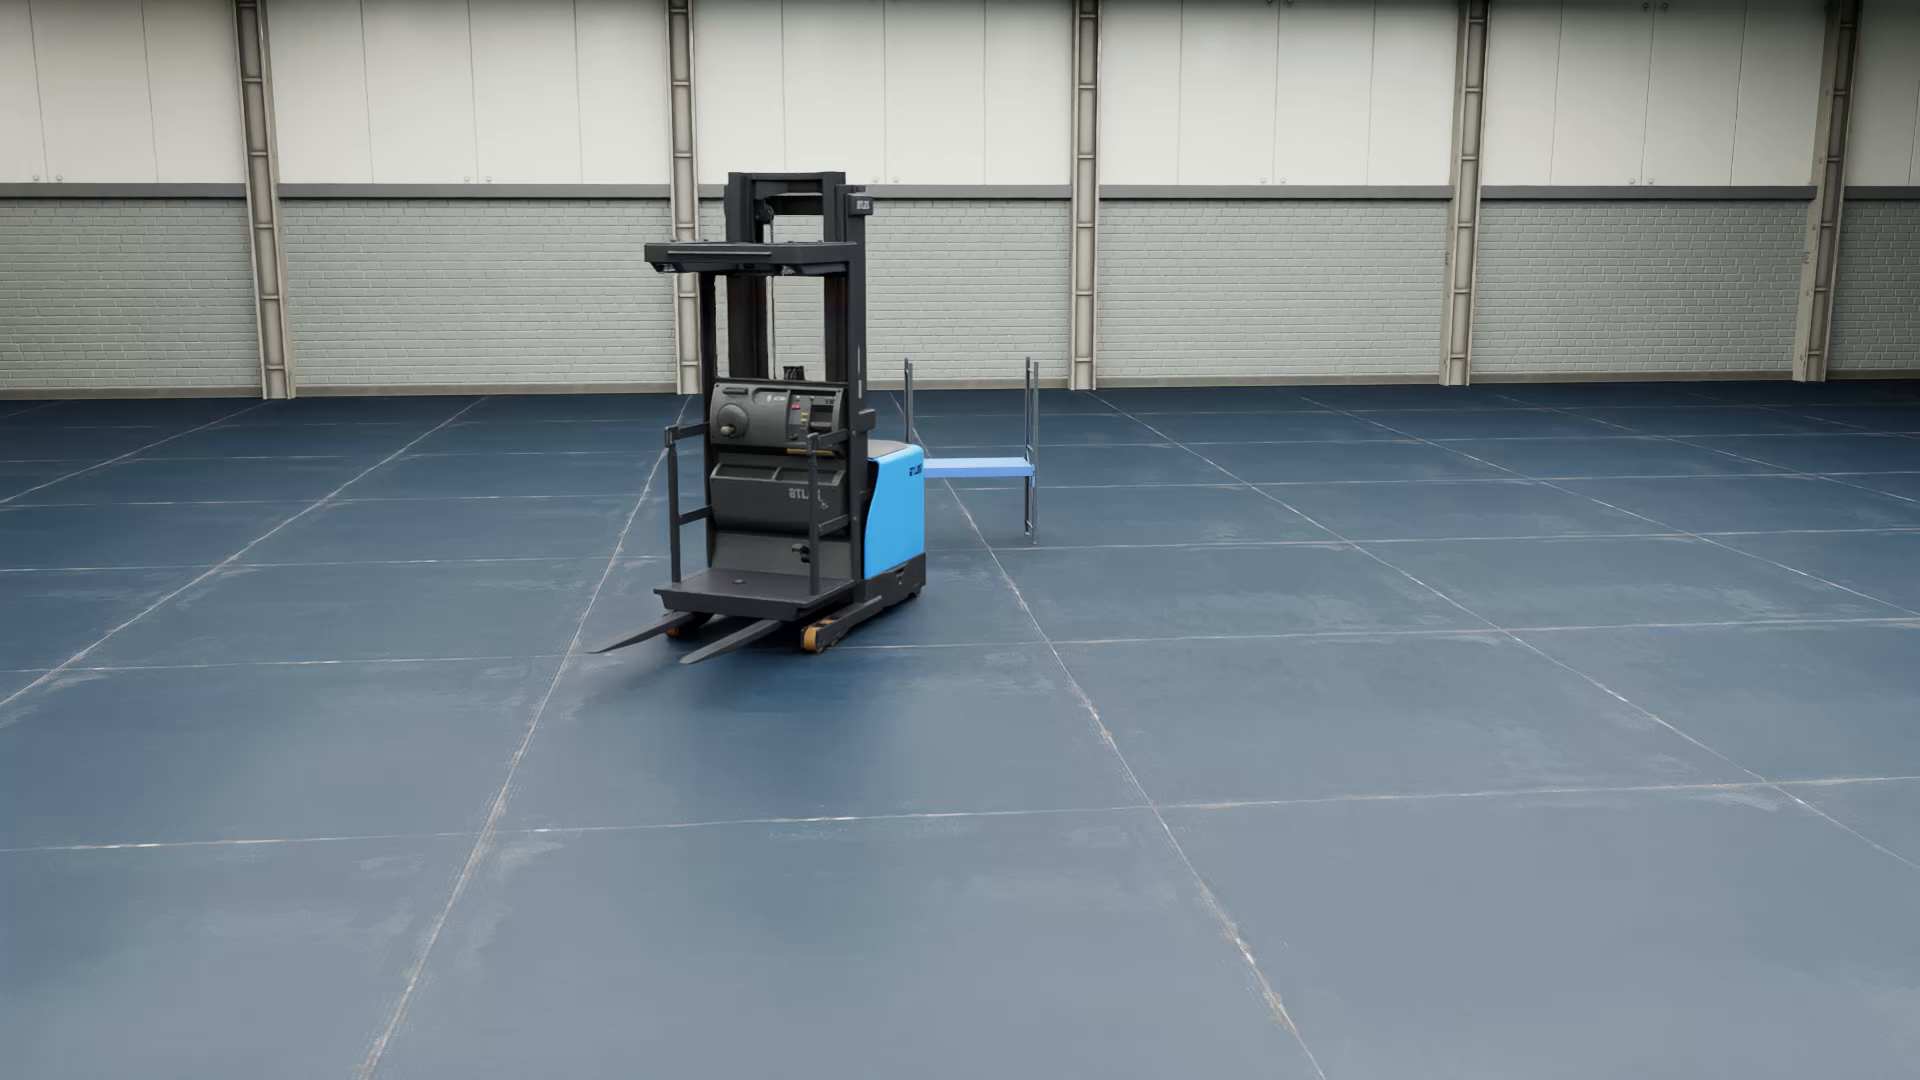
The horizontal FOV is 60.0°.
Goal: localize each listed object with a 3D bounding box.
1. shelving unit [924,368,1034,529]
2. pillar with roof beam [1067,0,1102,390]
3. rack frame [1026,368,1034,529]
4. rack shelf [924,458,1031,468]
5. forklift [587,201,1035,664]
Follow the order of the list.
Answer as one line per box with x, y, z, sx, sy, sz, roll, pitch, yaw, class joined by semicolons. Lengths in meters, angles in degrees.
0.104;-0.738;13.736;0.991;1.308;0.475;-1;11;-6;shelving unit
2.354;-5.940;20.753;0.400;9.000;9.100;-1;11;-6;pillar with roof beam
0.590;-0.749;13.788;0.013;1.308;0.475;-1;11;-6;rack frame
0.085;-0.609;13.758;0.952;0.062;0.459;-1;11;-6;rack shelf
-6.965;-0.750;8.354;10.324;3.598;15.967;4;12;21;forklift
